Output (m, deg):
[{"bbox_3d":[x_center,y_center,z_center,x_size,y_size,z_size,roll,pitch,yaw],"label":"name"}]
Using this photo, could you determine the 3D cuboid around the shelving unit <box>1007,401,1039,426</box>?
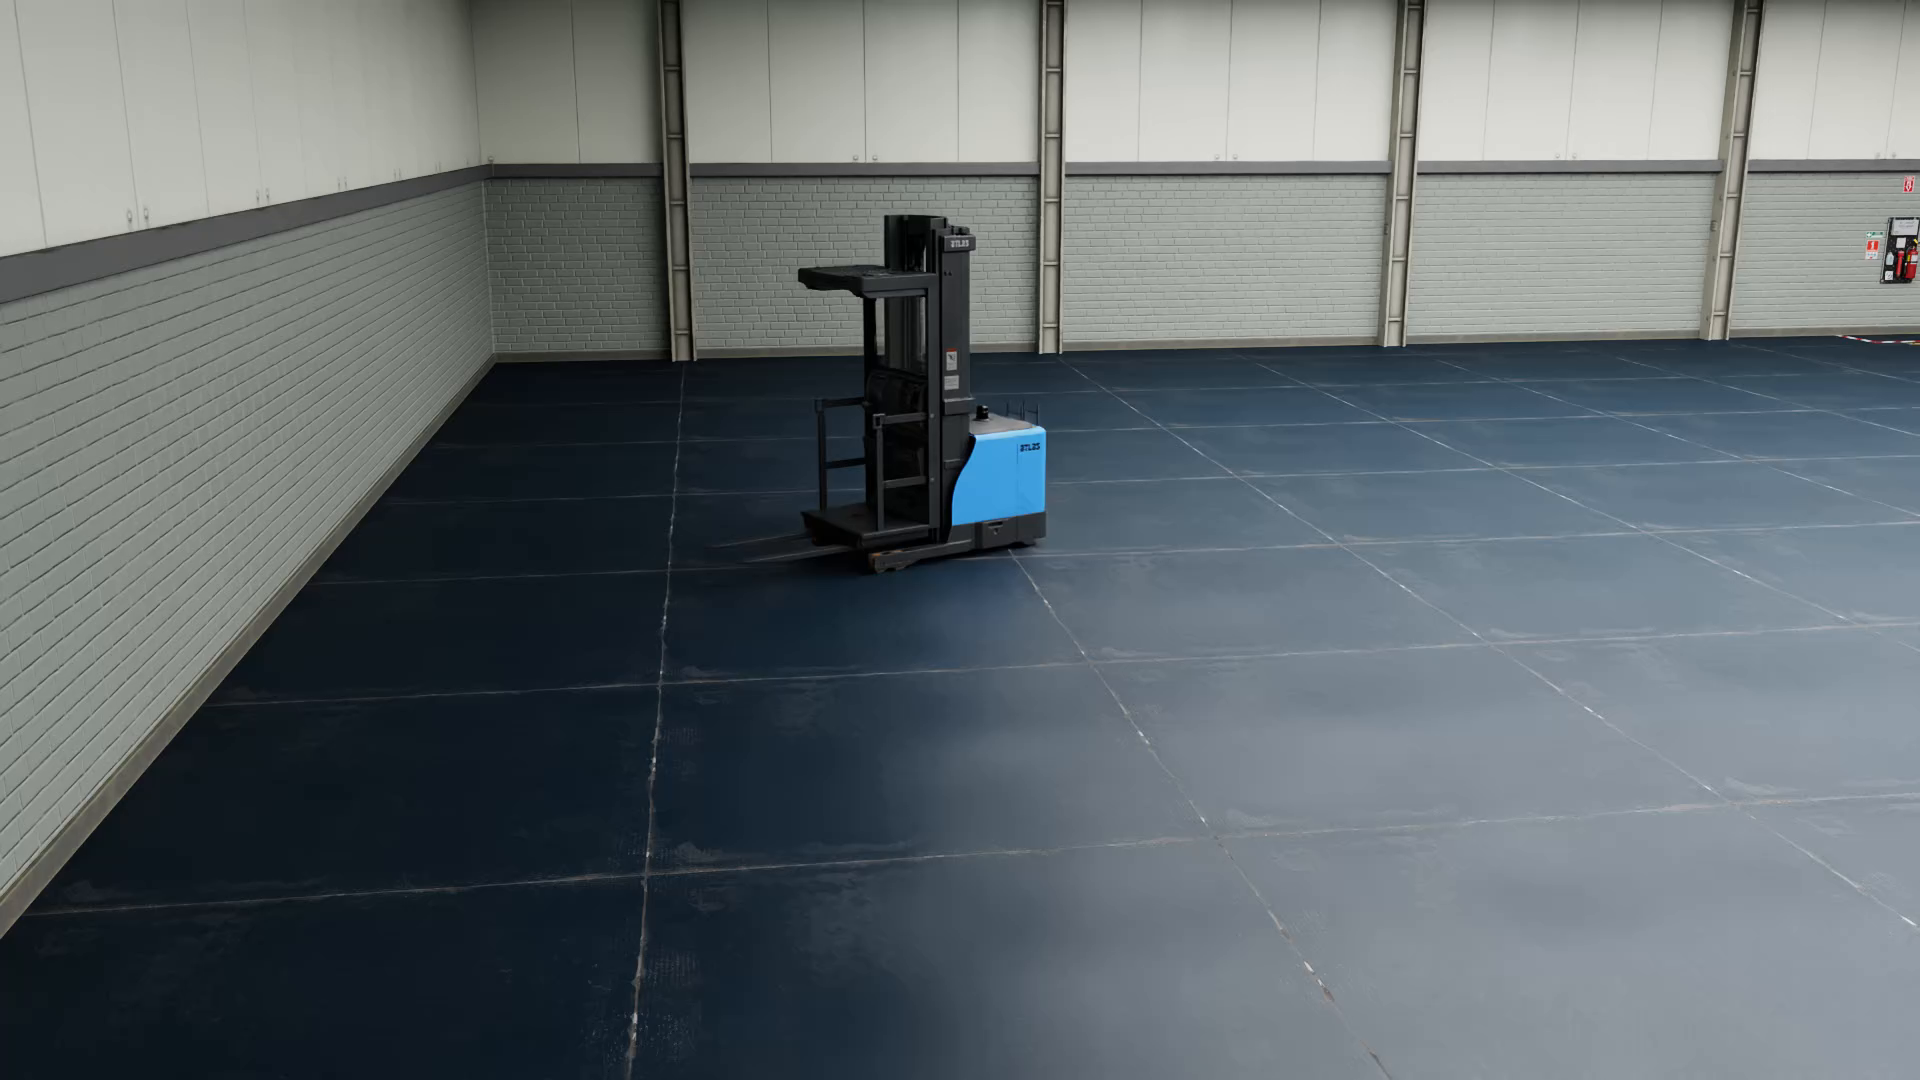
[{"bbox_3d":[0.578,-0.678,15.485,0.189,1.200,0.258,-9,17,-32],"label":"shelving unit"}]

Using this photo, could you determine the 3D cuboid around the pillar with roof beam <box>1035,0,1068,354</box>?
[{"bbox_3d":[2.122,-6.458,22.500,0.400,9.000,9.100,-2,14,-8],"label":"pillar with roof beam"}]

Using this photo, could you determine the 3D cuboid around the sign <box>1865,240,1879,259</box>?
[{"bbox_3d":[16.268,-5.177,29.654,0.234,0.329,0.001,-2,14,-8],"label":"sign"}]

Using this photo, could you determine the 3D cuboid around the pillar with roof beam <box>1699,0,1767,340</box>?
[{"bbox_3d":[13.988,-6.892,24.234,0.400,9.000,9.100,-2,14,-8],"label":"pillar with roof beam"}]

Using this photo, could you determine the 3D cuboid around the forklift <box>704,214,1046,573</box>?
[{"bbox_3d":[-0.731,-1.288,14.360,3.031,2.935,1.130,-9,17,-32],"label":"forklift"}]

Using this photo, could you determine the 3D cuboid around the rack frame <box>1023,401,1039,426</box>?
[{"bbox_3d":[0.655,-0.690,15.534,0.006,1.200,0.240,-9,17,-32],"label":"rack frame"}]

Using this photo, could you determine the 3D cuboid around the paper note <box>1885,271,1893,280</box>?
[{"bbox_3d":[16.645,-4.738,29.787,0.142,0.148,0.016,-2,14,-8],"label":"paper note"}]

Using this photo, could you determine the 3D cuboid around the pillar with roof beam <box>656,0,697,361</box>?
[{"bbox_3d":[-3.811,-6.240,21.633,0.400,9.000,9.100,-2,14,-8],"label":"pillar with roof beam"}]

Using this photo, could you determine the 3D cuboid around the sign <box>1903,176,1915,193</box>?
[{"bbox_3d":[16.808,-6.303,29.452,0.199,0.298,0.001,-2,14,-8],"label":"sign"}]

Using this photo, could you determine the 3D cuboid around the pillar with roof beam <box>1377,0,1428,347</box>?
[{"bbox_3d":[8.055,-6.675,23.367,0.400,9.000,9.100,-2,14,-8],"label":"pillar with roof beam"}]

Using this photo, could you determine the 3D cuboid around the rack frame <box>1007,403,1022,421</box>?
[{"bbox_3d":[0.502,-0.665,15.436,0.006,1.200,0.240,-9,17,-32],"label":"rack frame"}]

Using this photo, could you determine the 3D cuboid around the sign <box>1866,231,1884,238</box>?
[{"bbox_3d":[16.274,-5.432,29.582,0.331,0.109,0.001,-2,14,-8],"label":"sign"}]

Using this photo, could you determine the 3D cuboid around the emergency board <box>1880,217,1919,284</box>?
[{"bbox_3d":[16.831,-5.155,29.639,0.643,1.169,0.194,-2,14,-8],"label":"emergency board"}]
